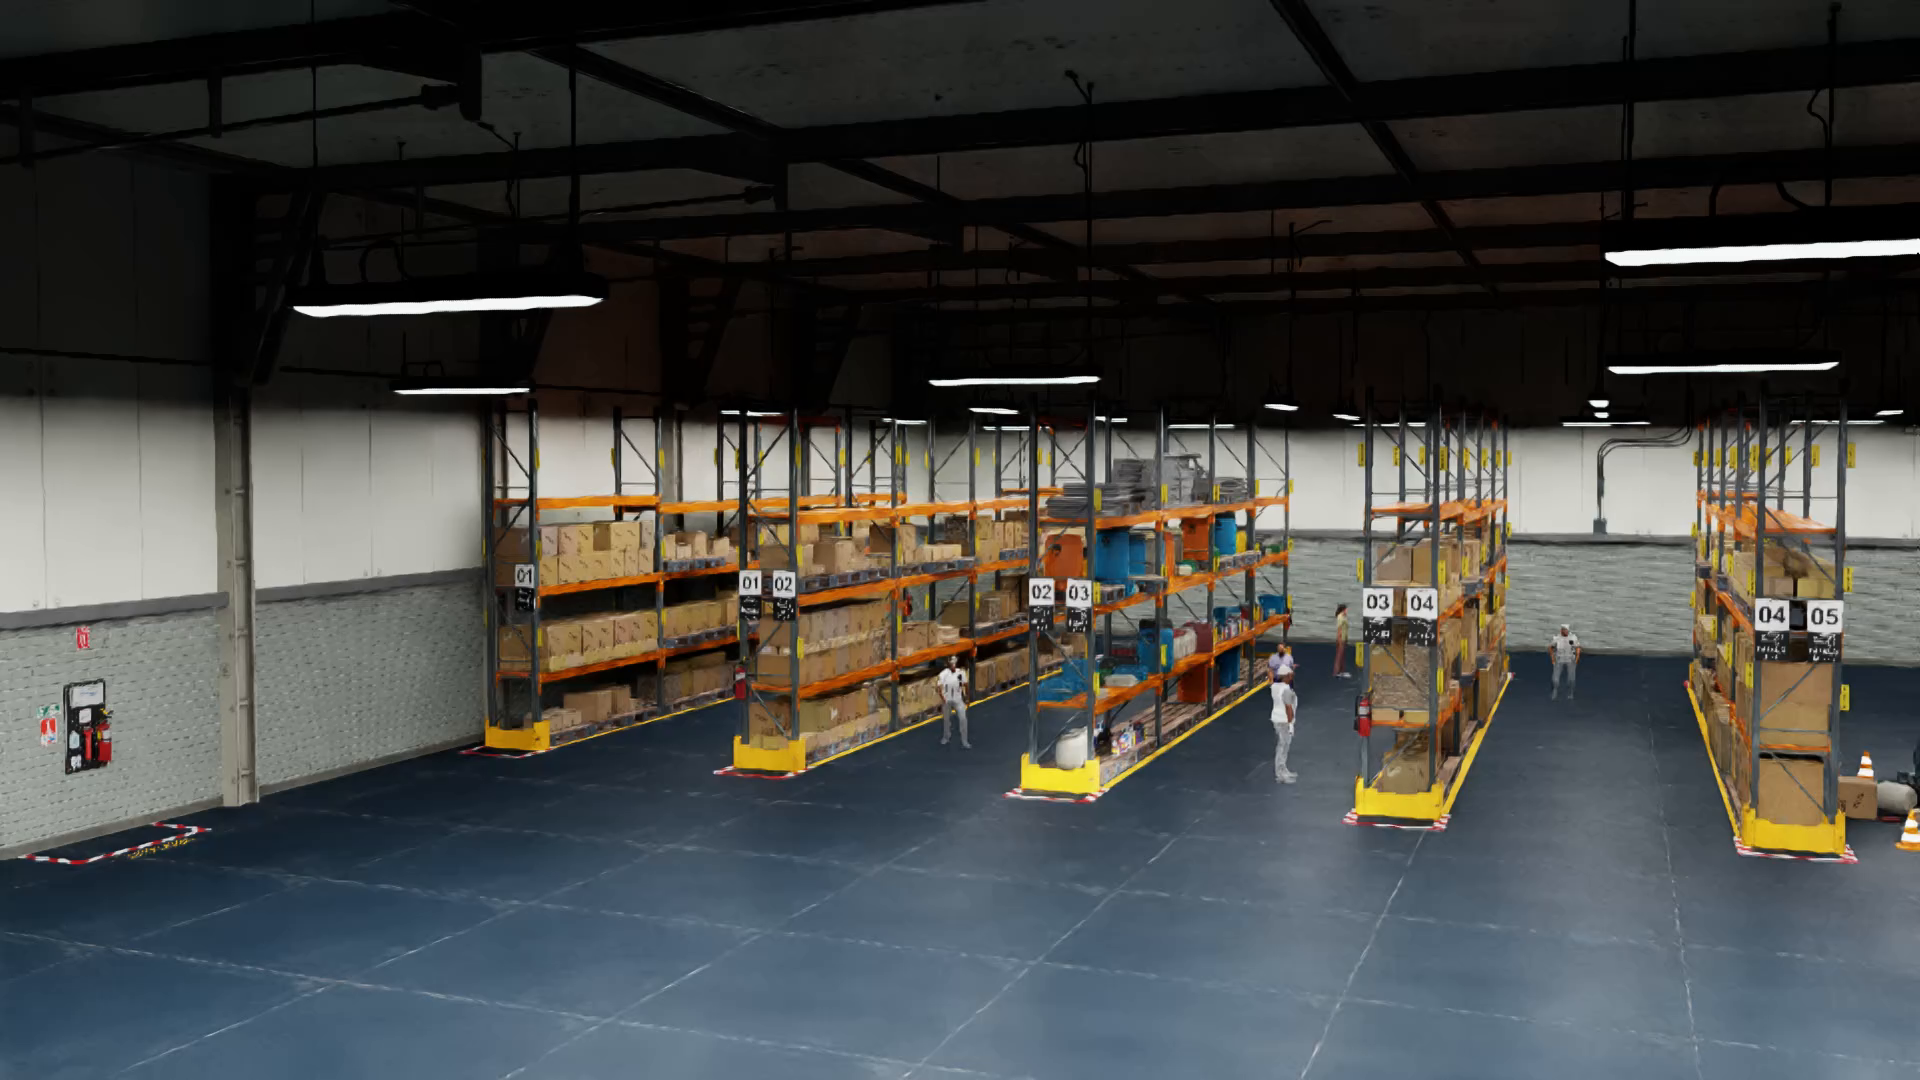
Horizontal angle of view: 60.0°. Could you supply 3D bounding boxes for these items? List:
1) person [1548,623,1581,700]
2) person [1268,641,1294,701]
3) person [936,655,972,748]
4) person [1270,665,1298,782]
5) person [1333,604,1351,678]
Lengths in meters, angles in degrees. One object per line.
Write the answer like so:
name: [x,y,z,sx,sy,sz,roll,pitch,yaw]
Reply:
person: [12.510,2.508,34.422,0.625,1.611,0.582,1,3,19]
person: [5.988,2.668,31.035,0.478,1.580,1.000,1,3,13]
person: [-0.091,2.769,28.805,0.625,1.608,0.815,0,3,3]
person: [5.059,2.822,25.752,0.451,1.786,0.618,0,3,-9]
person: [8.709,2.285,37.906,0.385,1.673,0.562,1,3,17]
